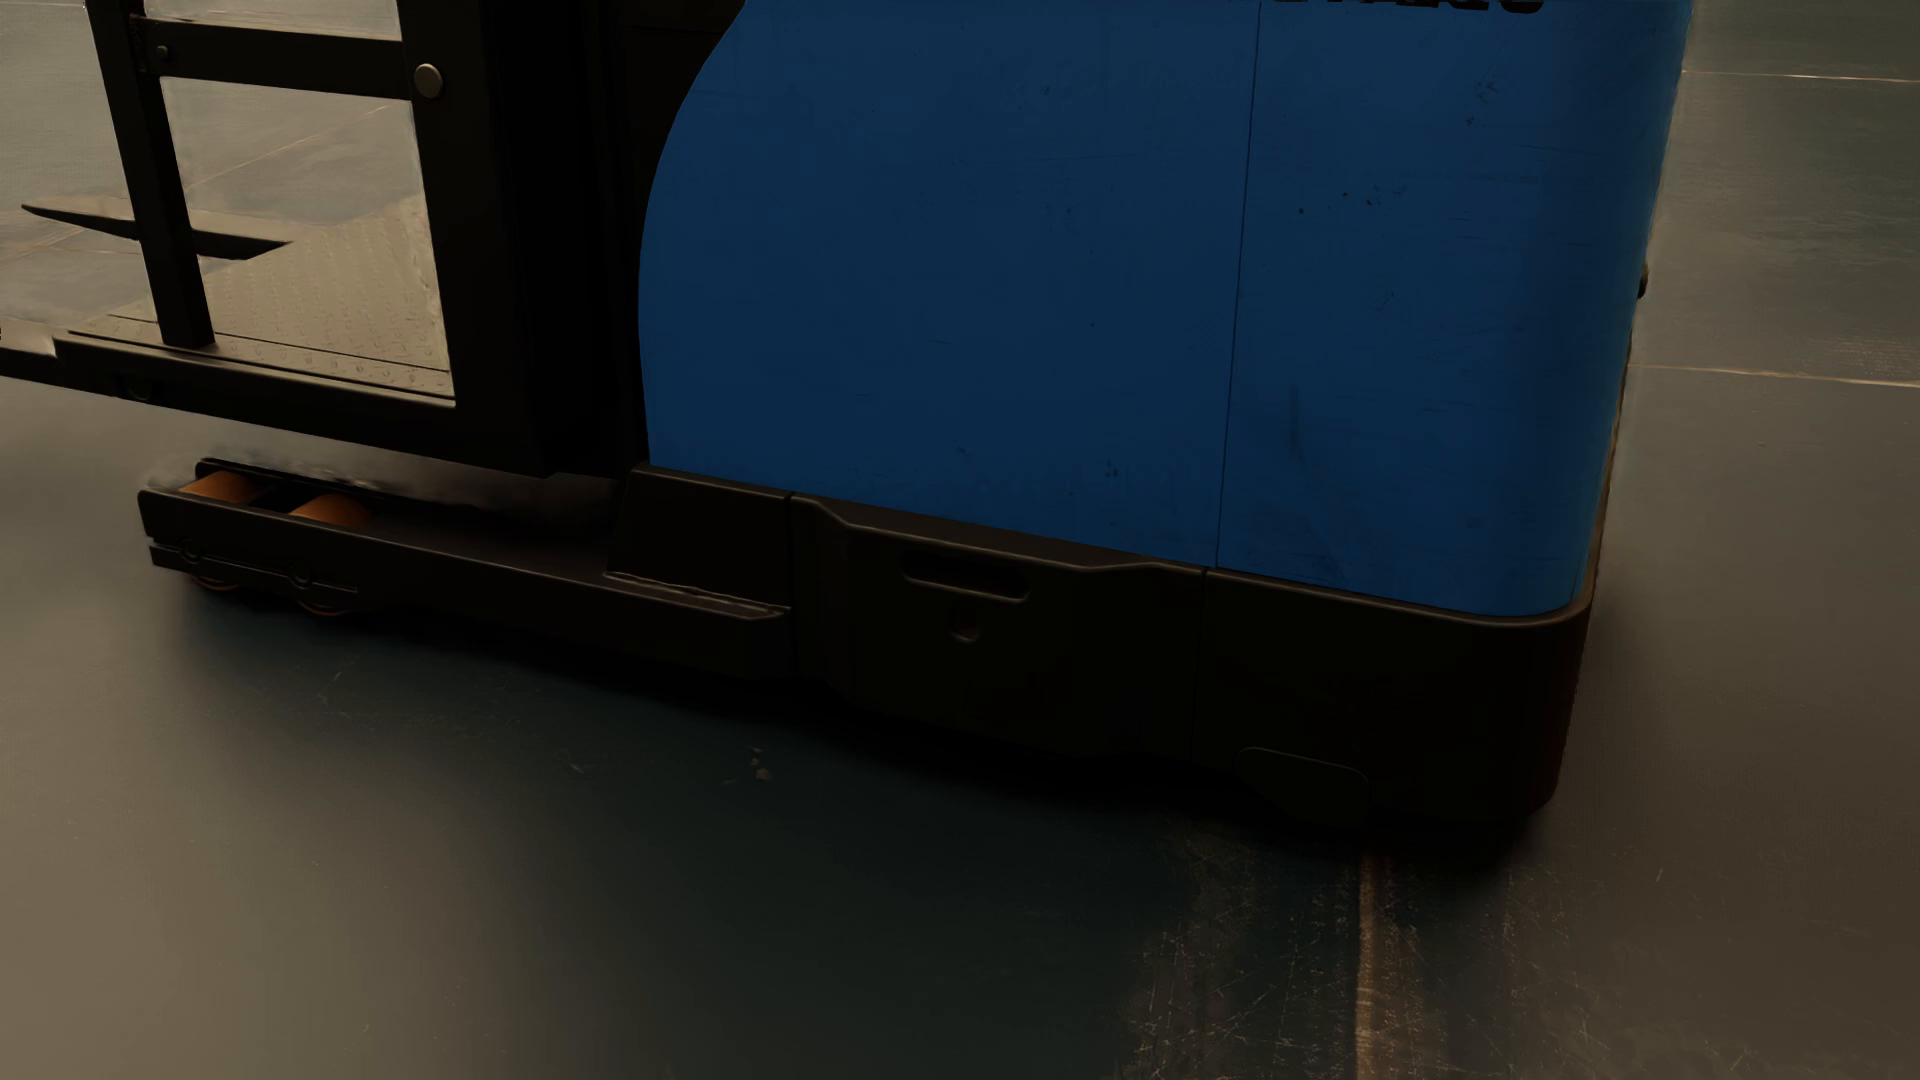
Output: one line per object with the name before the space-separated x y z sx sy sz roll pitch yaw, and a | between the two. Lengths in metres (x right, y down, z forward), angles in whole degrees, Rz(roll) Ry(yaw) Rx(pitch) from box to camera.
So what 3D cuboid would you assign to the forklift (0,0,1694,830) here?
forklift | -0.595 -1.409 2.040 3.031 2.935 1.130 11 29 20
